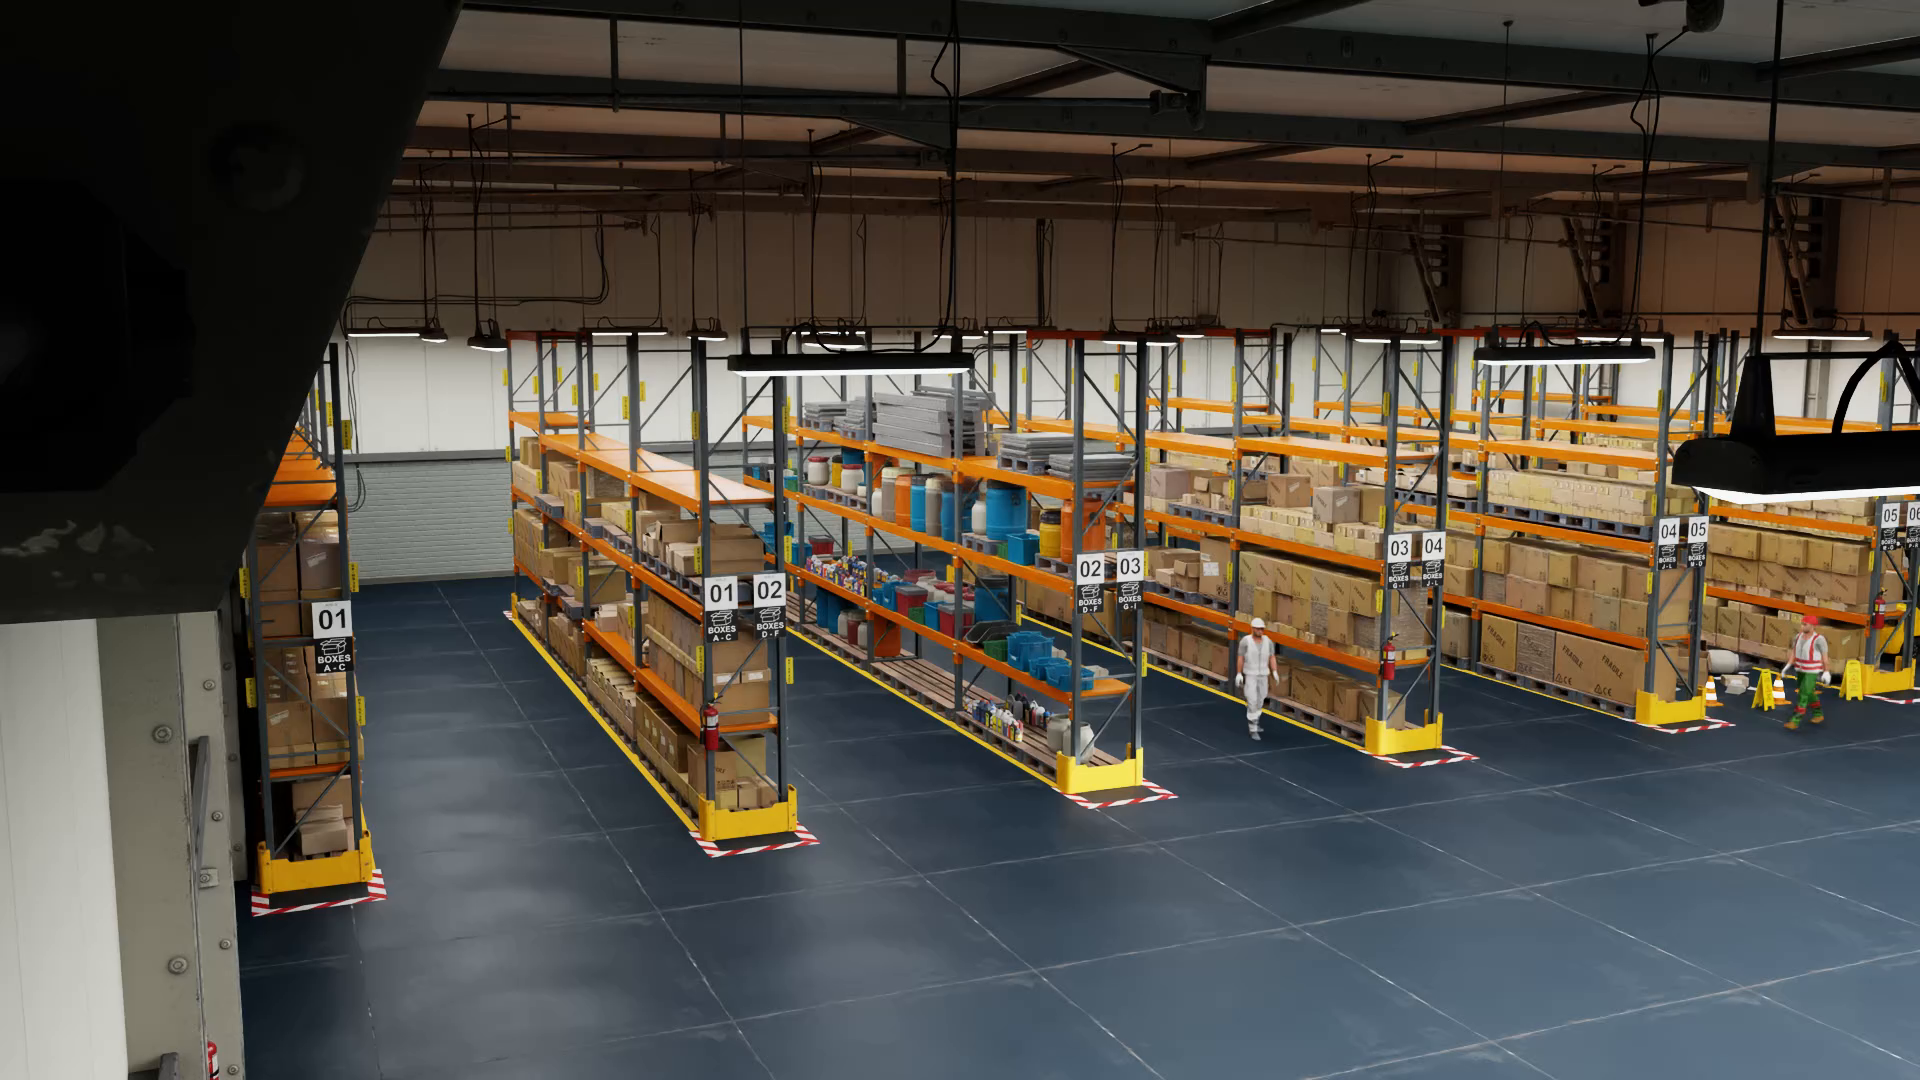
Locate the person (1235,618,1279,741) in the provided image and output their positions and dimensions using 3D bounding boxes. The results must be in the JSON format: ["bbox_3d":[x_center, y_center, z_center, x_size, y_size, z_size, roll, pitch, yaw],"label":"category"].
[{"bbox_3d":[4.465,2.071,24.977,0.623,1.825,0.592,-1,8,-10],"label":"person"}]

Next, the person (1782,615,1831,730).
[{"bbox_3d":[12.929,2.003,25.429,1.012,1.748,0.578,-3,8,-20],"label":"person"}]
